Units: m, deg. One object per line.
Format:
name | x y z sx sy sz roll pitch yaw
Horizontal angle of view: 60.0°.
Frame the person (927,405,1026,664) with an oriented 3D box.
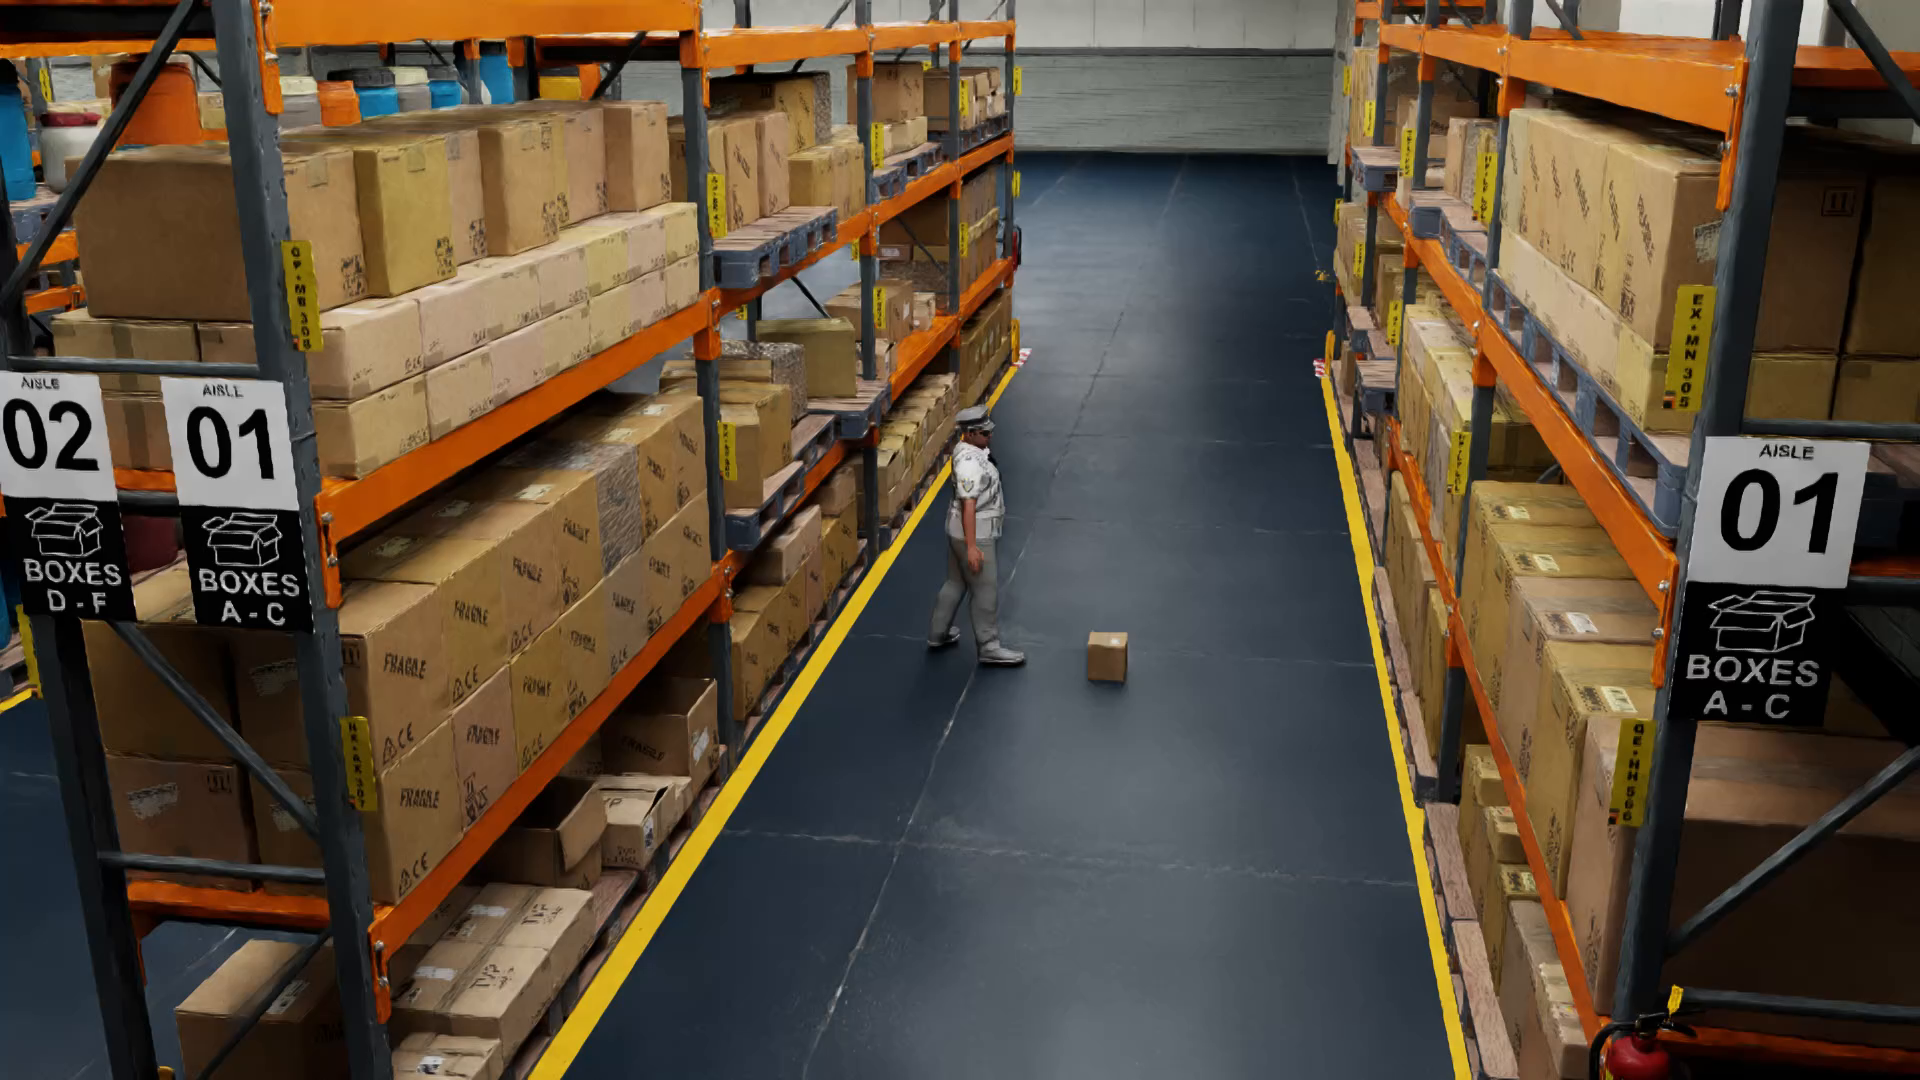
person | 0.110 -0.038 11.125 0.656 1.747 0.774 -1 18 -3
